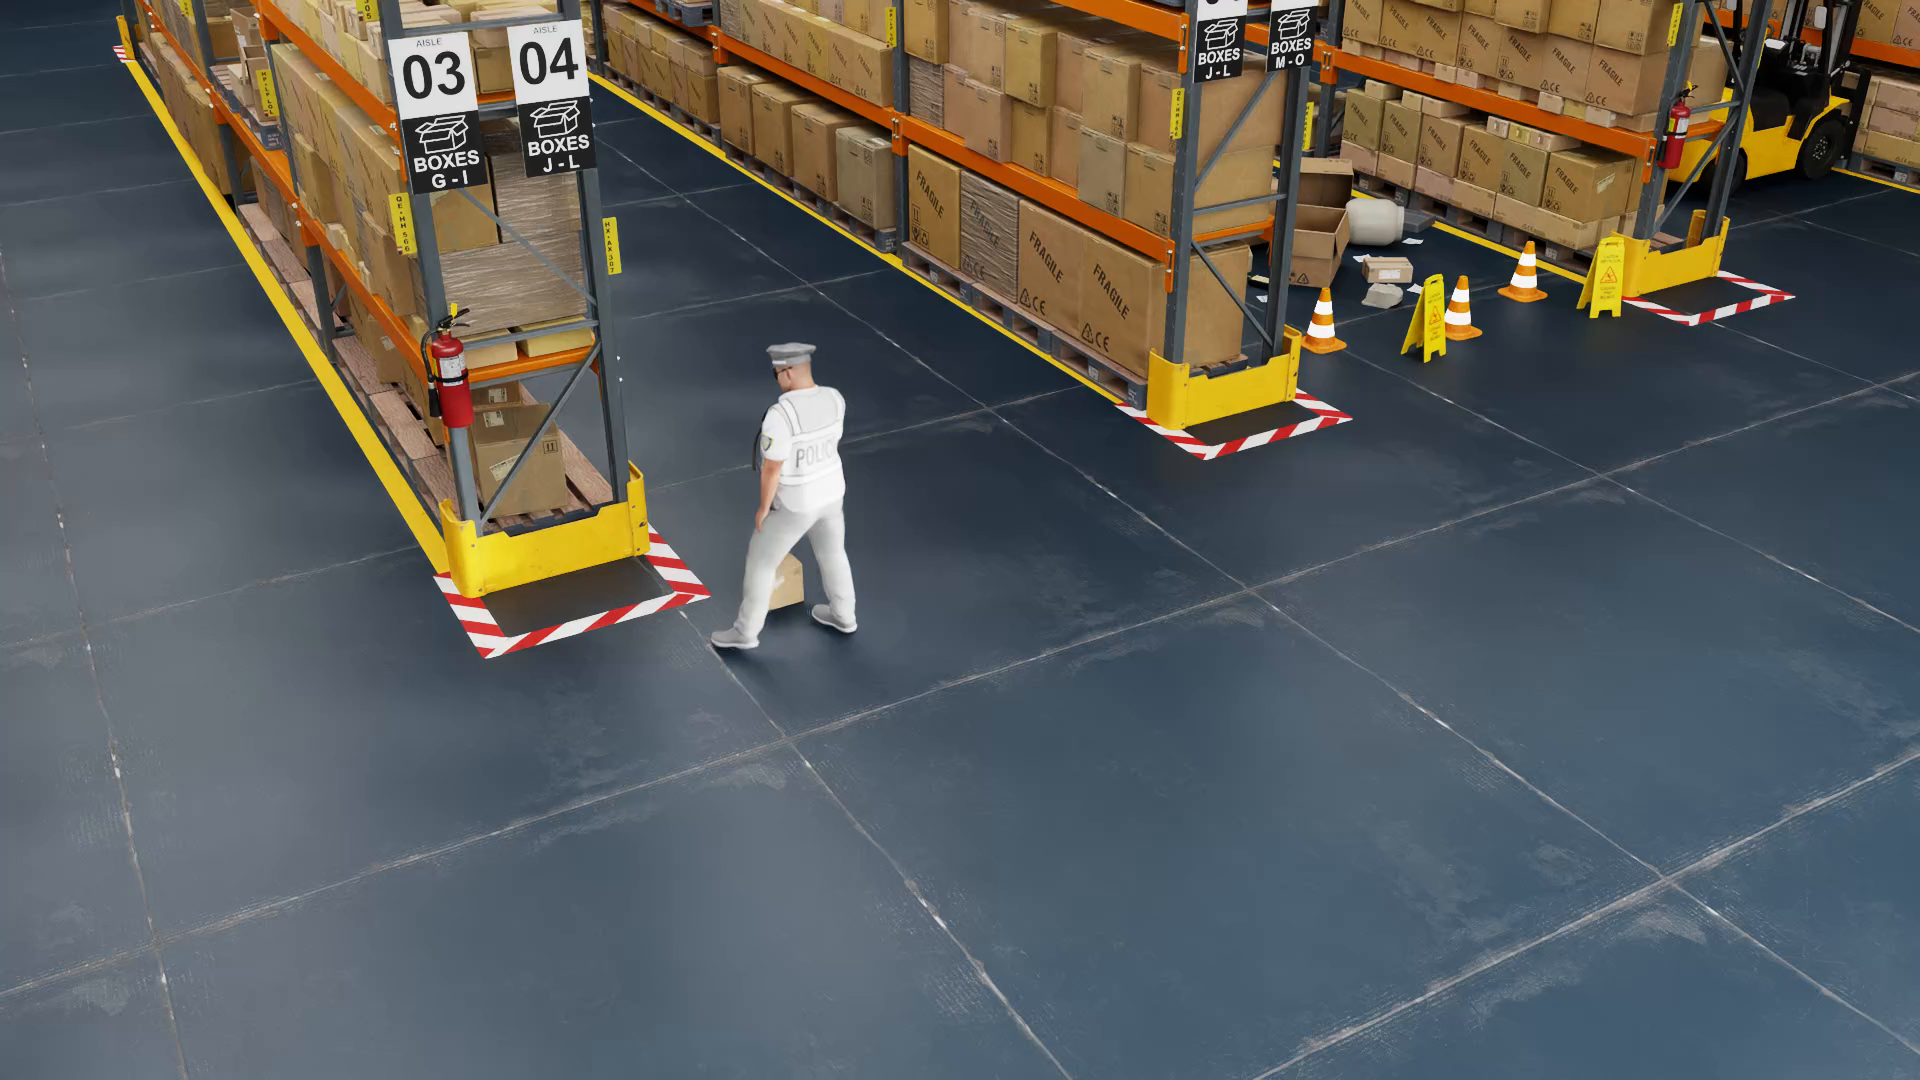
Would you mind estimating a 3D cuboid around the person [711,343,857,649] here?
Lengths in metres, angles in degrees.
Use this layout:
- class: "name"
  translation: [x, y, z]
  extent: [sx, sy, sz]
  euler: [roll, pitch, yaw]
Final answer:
- class: "person"
  translation: [-0.965, -0.219, 8.941]
  extent: [0.738, 1.742, 0.549]
  euler: [-25, 38, -38]
